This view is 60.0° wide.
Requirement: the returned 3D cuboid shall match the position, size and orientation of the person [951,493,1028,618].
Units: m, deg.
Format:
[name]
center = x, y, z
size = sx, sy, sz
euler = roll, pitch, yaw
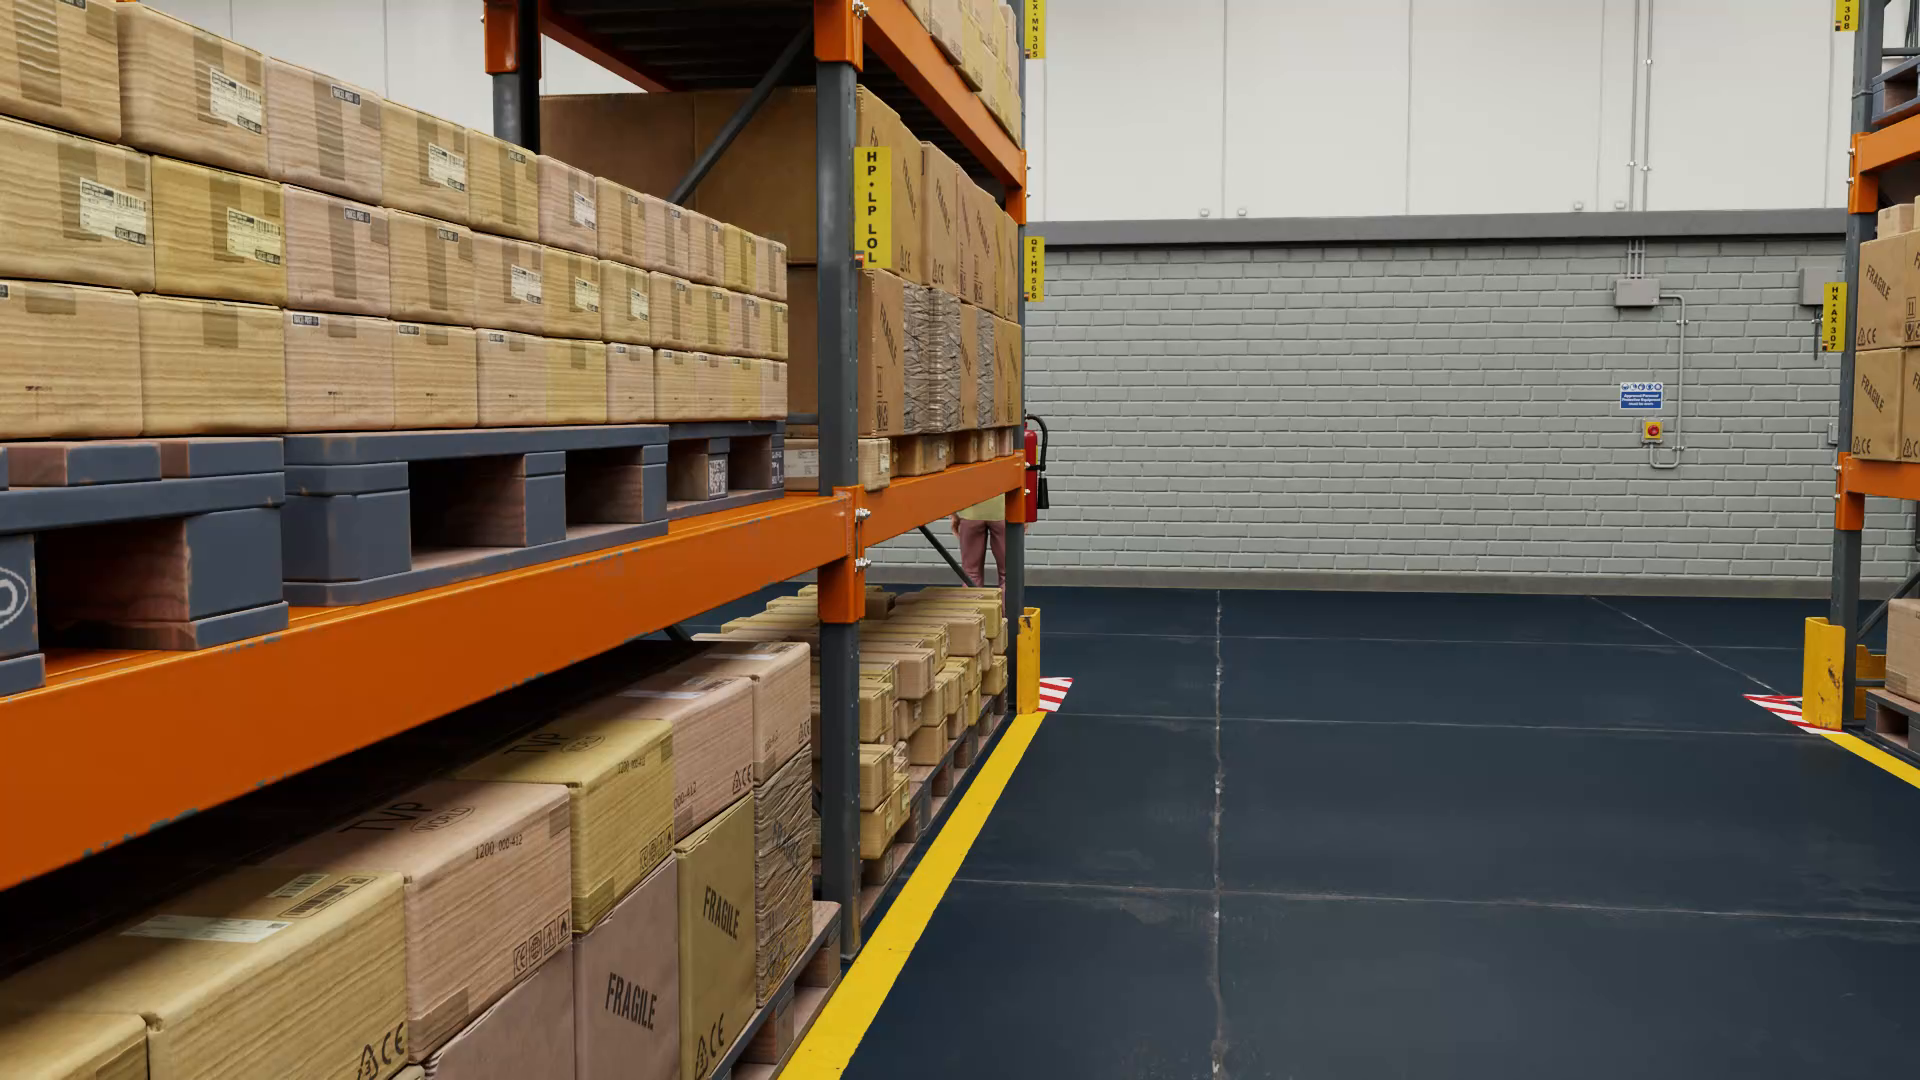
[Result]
[person]
center = 0.180, -0.118, 10.346
size = 0.496, 1.672, 0.359
euler = 1, 5, 8
